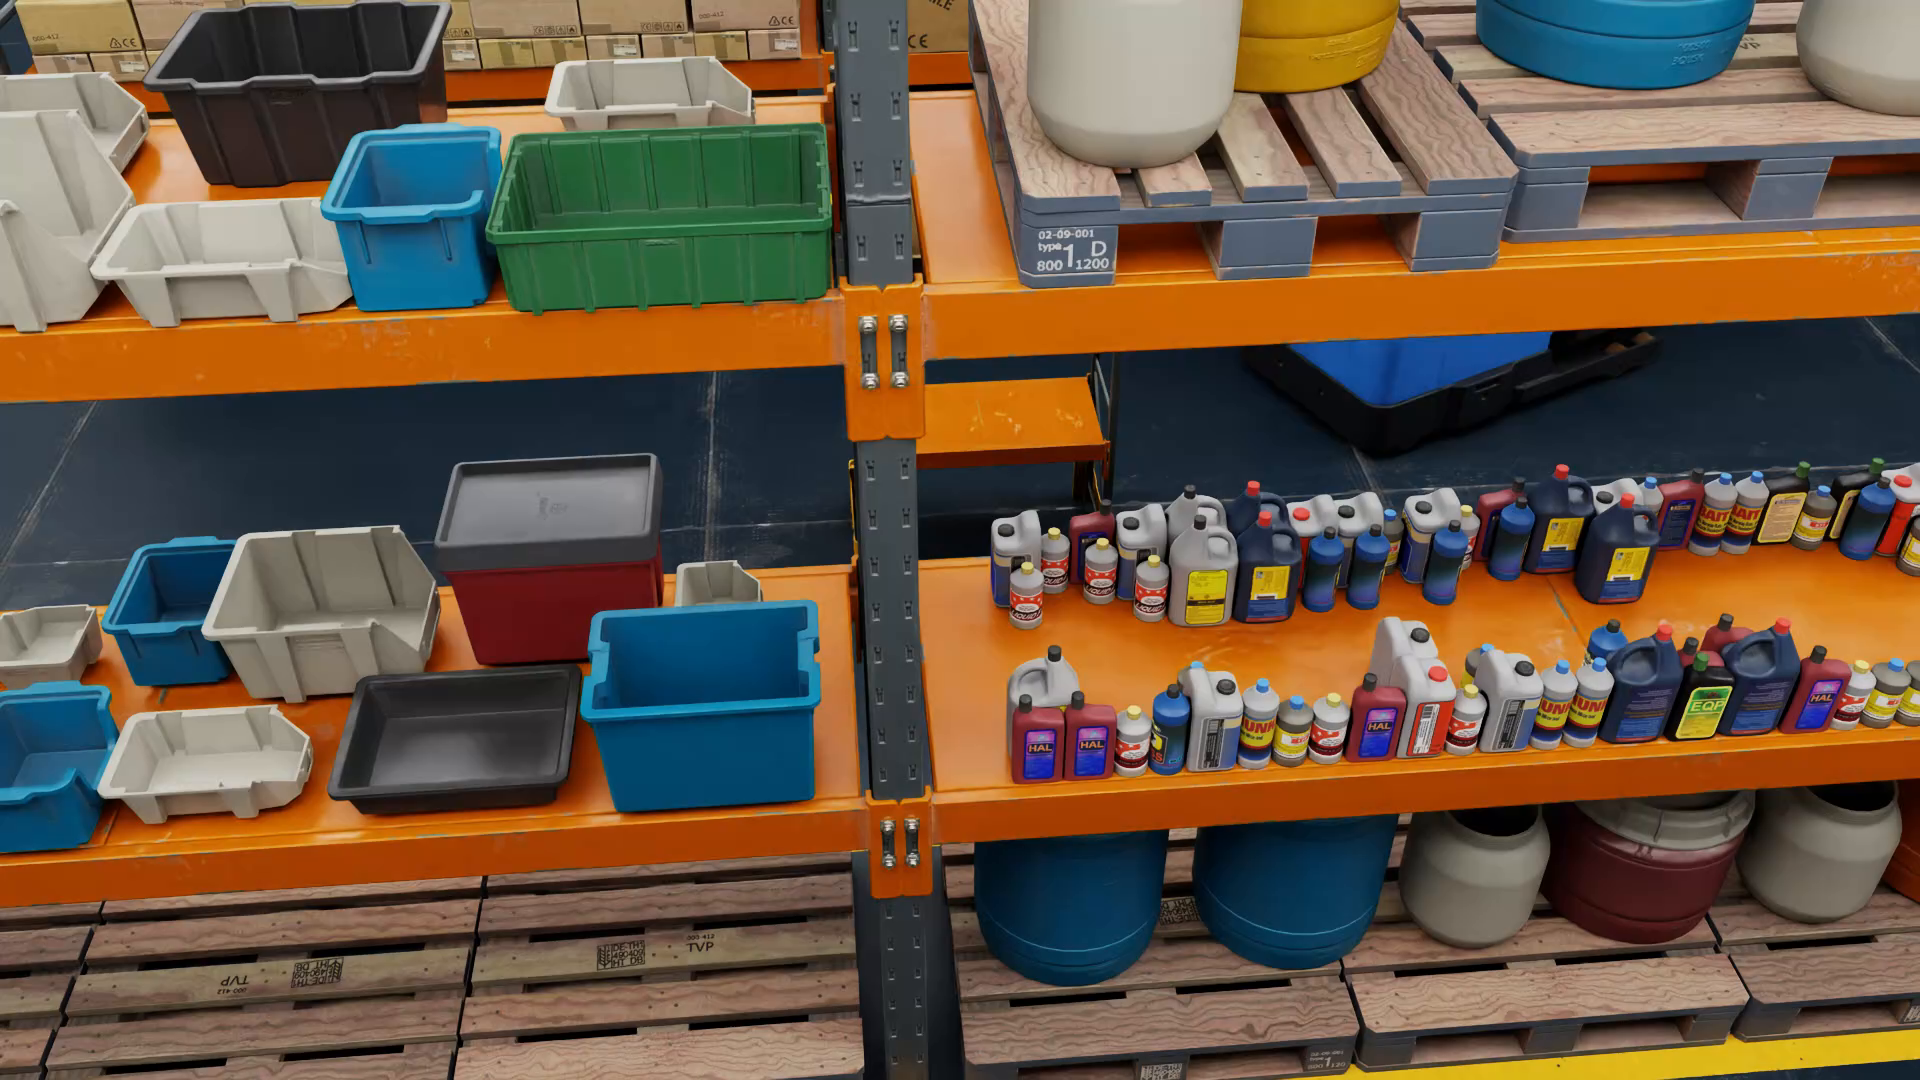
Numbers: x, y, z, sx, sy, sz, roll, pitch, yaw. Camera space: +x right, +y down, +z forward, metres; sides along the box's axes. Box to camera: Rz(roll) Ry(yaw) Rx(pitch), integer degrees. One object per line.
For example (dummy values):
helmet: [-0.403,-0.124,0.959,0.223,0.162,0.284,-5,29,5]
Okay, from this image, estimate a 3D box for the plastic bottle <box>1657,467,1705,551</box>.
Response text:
plastic bottle: [2.168,-0.095,5.043,0.133,0.283,0.061,-3,38,-4]

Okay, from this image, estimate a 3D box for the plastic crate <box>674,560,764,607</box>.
plastic crate: [-0.678,0.237,4.693,0.243,0.136,0.396,-3,38,-4]

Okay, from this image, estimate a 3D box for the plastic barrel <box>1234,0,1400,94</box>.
plastic barrel: [0.690,-1.372,3.655,0.600,0.588,0.600,0,38,0]

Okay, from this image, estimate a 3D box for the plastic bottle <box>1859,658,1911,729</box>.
plastic bottle: [2.489,0.403,4.478,0.097,0.201,0.097,0,38,0]

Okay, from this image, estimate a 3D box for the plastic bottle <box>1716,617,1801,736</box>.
plastic bottle: [2.117,0.350,4.424,0.185,0.351,0.144,-3,38,-4]

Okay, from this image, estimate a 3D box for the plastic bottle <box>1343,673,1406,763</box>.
plastic bottle: [1.086,0.460,4.340,0.133,0.283,0.061,-3,38,-4]

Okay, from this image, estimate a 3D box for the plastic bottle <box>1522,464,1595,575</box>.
plastic bottle: [1.782,-0.074,4.962,0.185,0.351,0.144,-3,38,-4]

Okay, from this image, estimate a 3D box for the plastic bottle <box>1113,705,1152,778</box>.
plastic bottle: [0.448,0.516,4.335,0.097,0.201,0.097,0,38,0]

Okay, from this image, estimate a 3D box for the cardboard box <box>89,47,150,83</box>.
cardboard box: [-3.986,-2.349,8.009,0.250,0.149,0.380,-4,38,-5]

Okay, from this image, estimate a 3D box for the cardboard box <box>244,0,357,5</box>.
cardboard box: [-3.105,-2.593,7.995,0.500,0.250,0.500,-4,38,-5]

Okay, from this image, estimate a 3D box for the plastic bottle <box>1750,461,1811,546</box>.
plastic bottle: [2.495,-0.113,5.065,0.133,0.283,0.061,-3,38,-4]

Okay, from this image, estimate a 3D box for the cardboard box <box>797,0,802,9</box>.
cardboard box: [-0.964,-2.927,8.741,0.250,0.149,0.380,-3,38,-4]

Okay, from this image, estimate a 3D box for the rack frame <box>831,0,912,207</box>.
rack frame: [-0.202,-2.136,2.692,0.127,3.000,1.000,-3,38,-4]

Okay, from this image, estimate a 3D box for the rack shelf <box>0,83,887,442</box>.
rack shelf: [-2.194,-0.566,3.705,4.000,0.370,1.077,-3,38,-4]

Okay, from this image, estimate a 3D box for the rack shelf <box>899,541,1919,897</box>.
rack shelf: [1.791,0.392,4.912,4.000,0.370,1.077,-3,38,-4]

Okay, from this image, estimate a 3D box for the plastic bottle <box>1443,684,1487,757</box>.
plastic bottle: [1.333,0.467,4.397,0.097,0.201,0.097,0,38,0]

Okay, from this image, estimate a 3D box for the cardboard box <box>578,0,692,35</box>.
cardboard box: [-1.572,-2.678,8.104,0.500,0.250,0.500,-2,38,-3]

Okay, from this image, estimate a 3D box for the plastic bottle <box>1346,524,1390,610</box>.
plastic bottle: [1.192,0.070,4.844,0.097,0.271,0.097,0,38,0]

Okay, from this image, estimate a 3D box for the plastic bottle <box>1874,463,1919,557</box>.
plastic bottle: [2.862,-0.102,5.057,0.135,0.276,0.152,-3,38,-4]

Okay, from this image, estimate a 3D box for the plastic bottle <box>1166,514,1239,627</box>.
plastic bottle: [0.698,0.075,4.773,0.185,0.351,0.144,-3,38,-4]

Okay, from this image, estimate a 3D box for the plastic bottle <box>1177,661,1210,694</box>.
plastic bottle: [0.628,0.411,4.468,0.097,0.201,0.097,0,38,0]

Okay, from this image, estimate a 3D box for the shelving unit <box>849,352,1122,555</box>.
shelving unit: [0.076,-0.593,6.791,1.083,1.500,0.587,-3,38,-4]

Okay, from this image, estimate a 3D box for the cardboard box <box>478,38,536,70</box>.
cardboard box: [-2.195,-2.448,8.134,0.250,0.149,0.380,-4,38,-5]

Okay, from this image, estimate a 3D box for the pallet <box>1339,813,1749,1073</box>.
pallet: [1.789,1.229,5.522,1.213,0.211,1.003,-3,38,-4]

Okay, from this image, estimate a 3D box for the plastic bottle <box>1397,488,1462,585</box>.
plastic bottle: [1.394,-0.021,4.955,0.135,0.276,0.152,-3,38,-4]

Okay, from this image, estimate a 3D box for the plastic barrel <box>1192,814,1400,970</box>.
plastic barrel: [1.047,0.820,5.144,0.708,0.901,0.600,-3,38,-4]

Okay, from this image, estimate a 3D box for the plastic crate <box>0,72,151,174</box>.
plastic crate: [-2.150,-0.902,3.762,0.530,0.136,0.437,-3,38,-4]

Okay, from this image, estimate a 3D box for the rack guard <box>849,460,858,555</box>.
rack guard: [-0.420,-0.075,7.143,0.087,0.250,0.587,-3,38,-4]

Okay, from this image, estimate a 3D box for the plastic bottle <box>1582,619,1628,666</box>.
plastic bottle: [1.746,0.327,4.518,0.097,0.271,0.097,0,38,0]

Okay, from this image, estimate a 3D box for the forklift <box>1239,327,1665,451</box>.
forklift: [2.929,-2.227,7.706,3.031,2.935,1.130,-20,42,-23]

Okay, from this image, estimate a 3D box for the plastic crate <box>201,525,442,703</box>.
plastic crate: [-1.739,0.213,4.606,0.530,0.282,0.437,-3,38,-4]

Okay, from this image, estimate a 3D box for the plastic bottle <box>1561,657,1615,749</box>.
plastic bottle: [1.661,0.421,4.398,0.097,0.271,0.097,0,38,0]

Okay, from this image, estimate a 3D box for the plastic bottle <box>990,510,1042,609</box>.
plastic bottle: [0.162,0.047,4.869,0.135,0.276,0.152,-3,38,-4]

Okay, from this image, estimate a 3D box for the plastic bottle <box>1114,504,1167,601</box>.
plastic bottle: [0.526,0.027,4.894,0.135,0.276,0.152,-3,38,-4]

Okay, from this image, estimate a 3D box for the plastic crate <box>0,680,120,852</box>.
plastic crate: [-2.300,0.582,4.178,0.300,0.233,0.416,-3,38,-4]

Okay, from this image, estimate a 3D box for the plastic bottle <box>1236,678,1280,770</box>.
plastic bottle: [0.776,0.470,4.336,0.097,0.271,0.097,0,38,0]

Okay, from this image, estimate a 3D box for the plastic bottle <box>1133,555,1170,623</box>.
plastic bottle: [0.556,0.132,4.821,0.097,0.201,0.097,0,38,0]

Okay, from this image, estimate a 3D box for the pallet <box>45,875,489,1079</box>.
pallet: [-2.149,1.447,5.245,1.213,0.211,1.003,-3,38,-4]

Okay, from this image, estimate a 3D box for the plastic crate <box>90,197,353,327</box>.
plastic crate: [-1.435,-0.550,3.317,0.466,0.136,0.293,-3,38,-4]

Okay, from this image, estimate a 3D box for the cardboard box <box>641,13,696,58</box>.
cardboard box: [-1.427,-2.491,8.188,0.250,0.149,0.380,-4,38,-5]

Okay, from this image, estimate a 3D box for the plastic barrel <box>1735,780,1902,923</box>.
plastic barrel: [2.742,0.935,5.312,0.421,0.512,0.421,0,38,0]

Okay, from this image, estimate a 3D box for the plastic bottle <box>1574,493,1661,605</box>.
plastic bottle: [1.930,0.013,4.852,0.185,0.351,0.144,-3,38,-4]

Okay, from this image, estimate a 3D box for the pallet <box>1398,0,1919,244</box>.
pallet: [1.700,-1.051,3.892,1.213,0.211,1.003,-3,38,-4]

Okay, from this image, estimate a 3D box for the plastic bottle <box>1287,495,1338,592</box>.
plastic bottle: [1.029,-0.001,4.929,0.135,0.276,0.152,-3,38,-4]

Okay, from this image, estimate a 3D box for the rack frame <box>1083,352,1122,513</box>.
rack frame: [0.591,-0.621,6.827,0.032,1.500,0.500,-3,38,-4]

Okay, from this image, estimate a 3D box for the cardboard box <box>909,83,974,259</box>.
cardboard box: [-0.005,-2.215,9.012,0.875,0.875,1.225,-3,38,-4]

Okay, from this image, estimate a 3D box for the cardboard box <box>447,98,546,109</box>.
cardboard box: [-2.201,-2.131,8.905,0.875,0.875,0.875,-3,38,-4]
